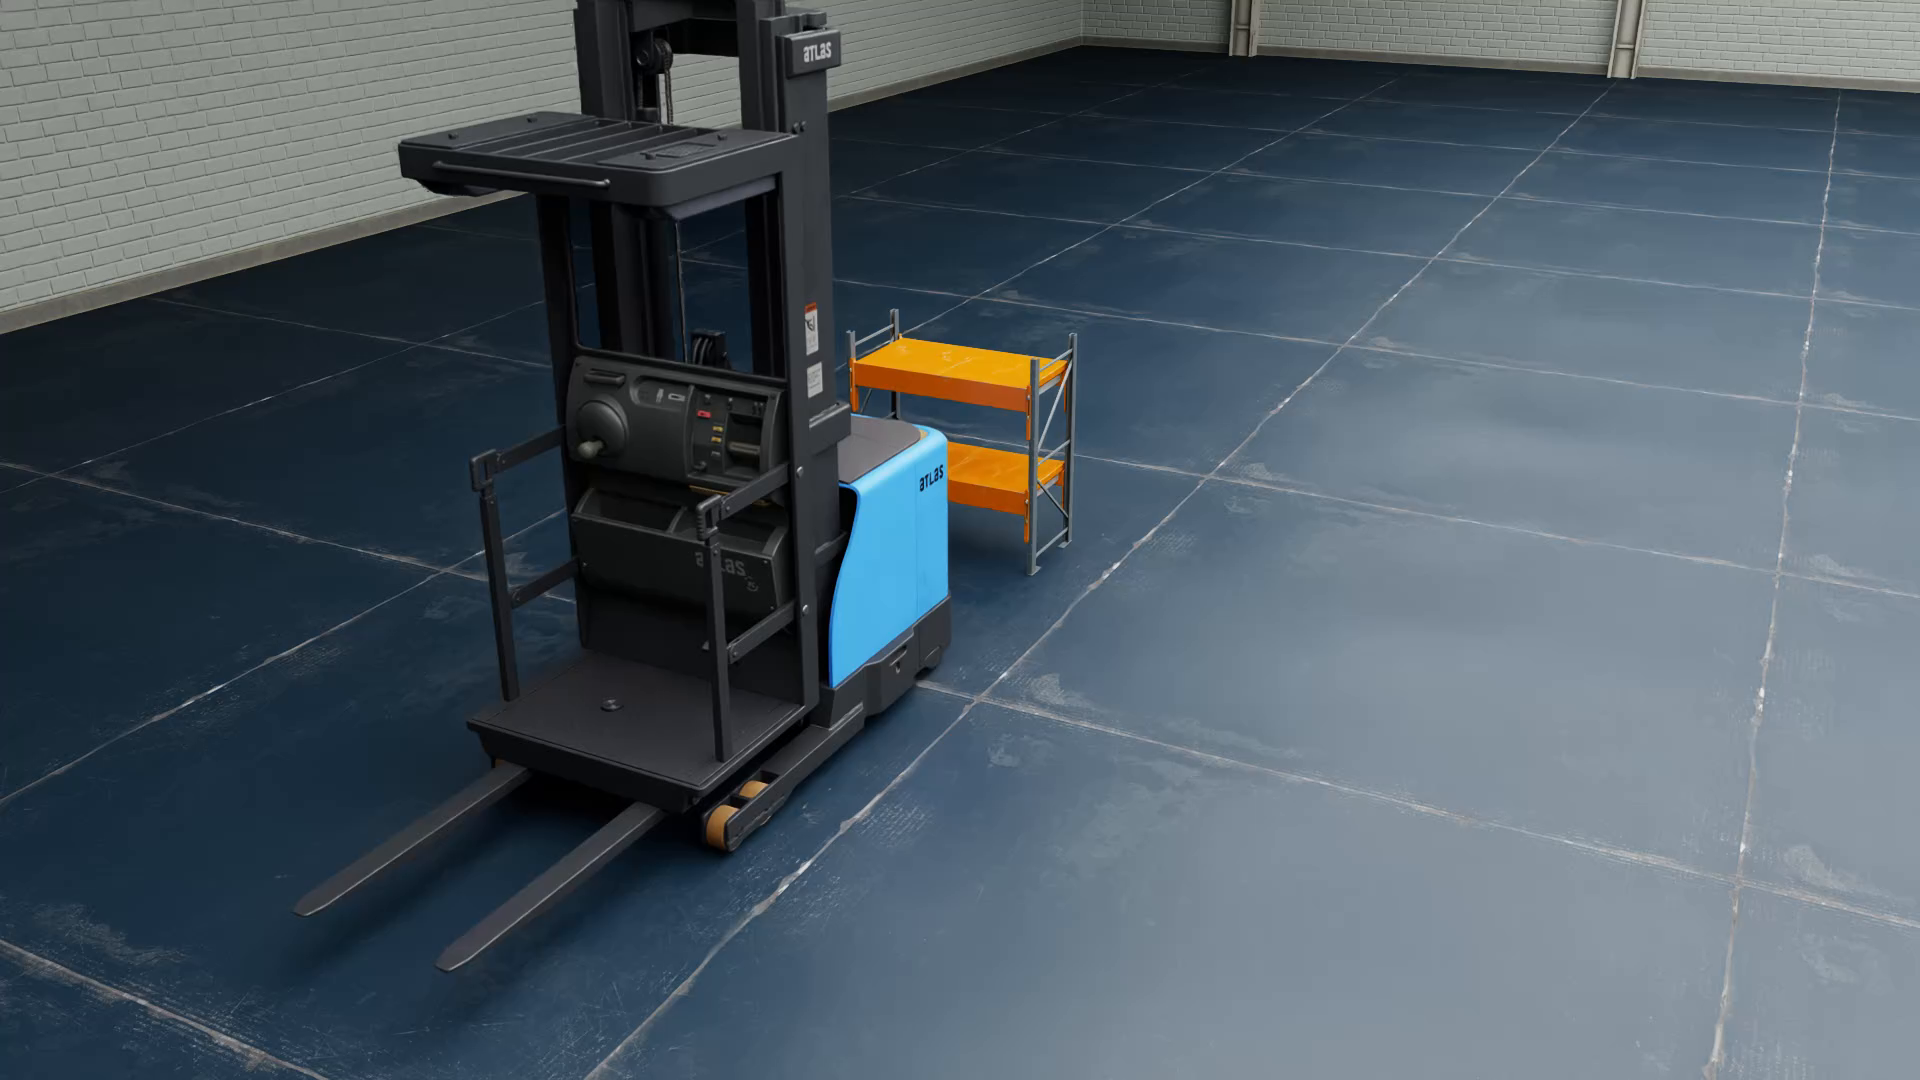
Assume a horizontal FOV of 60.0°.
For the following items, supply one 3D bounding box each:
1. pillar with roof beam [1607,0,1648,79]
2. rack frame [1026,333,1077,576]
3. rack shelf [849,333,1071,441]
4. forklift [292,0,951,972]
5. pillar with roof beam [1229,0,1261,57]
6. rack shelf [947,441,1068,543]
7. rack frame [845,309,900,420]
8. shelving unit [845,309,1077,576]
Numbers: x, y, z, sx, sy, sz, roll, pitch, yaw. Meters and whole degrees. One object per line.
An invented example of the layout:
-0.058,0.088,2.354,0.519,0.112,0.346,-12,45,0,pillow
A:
8.147,-9.700,20.060,0.400,9.000,9.100,11,25,25,pillar with roof beam
0.460,-0.427,8.316,0.032,1.125,0.500,11,25,25,rack frame
0.006,-0.786,8.413,1.000,0.278,0.538,11,25,25,rack shelf
-1.164,-0.411,5.971,1.130,2.935,3.031,11,26,25,forklift
2.792,-10.759,22.551,0.400,9.000,9.100,11,25,25,pillar with roof beam
0.006,-0.291,8.623,1.000,0.278,0.538,11,25,25,rack shelf
-0.448,-0.606,8.738,0.032,1.125,0.500,11,25,25,rack frame
0.006,-0.516,8.527,1.048,1.125,0.538,11,25,25,shelving unit
